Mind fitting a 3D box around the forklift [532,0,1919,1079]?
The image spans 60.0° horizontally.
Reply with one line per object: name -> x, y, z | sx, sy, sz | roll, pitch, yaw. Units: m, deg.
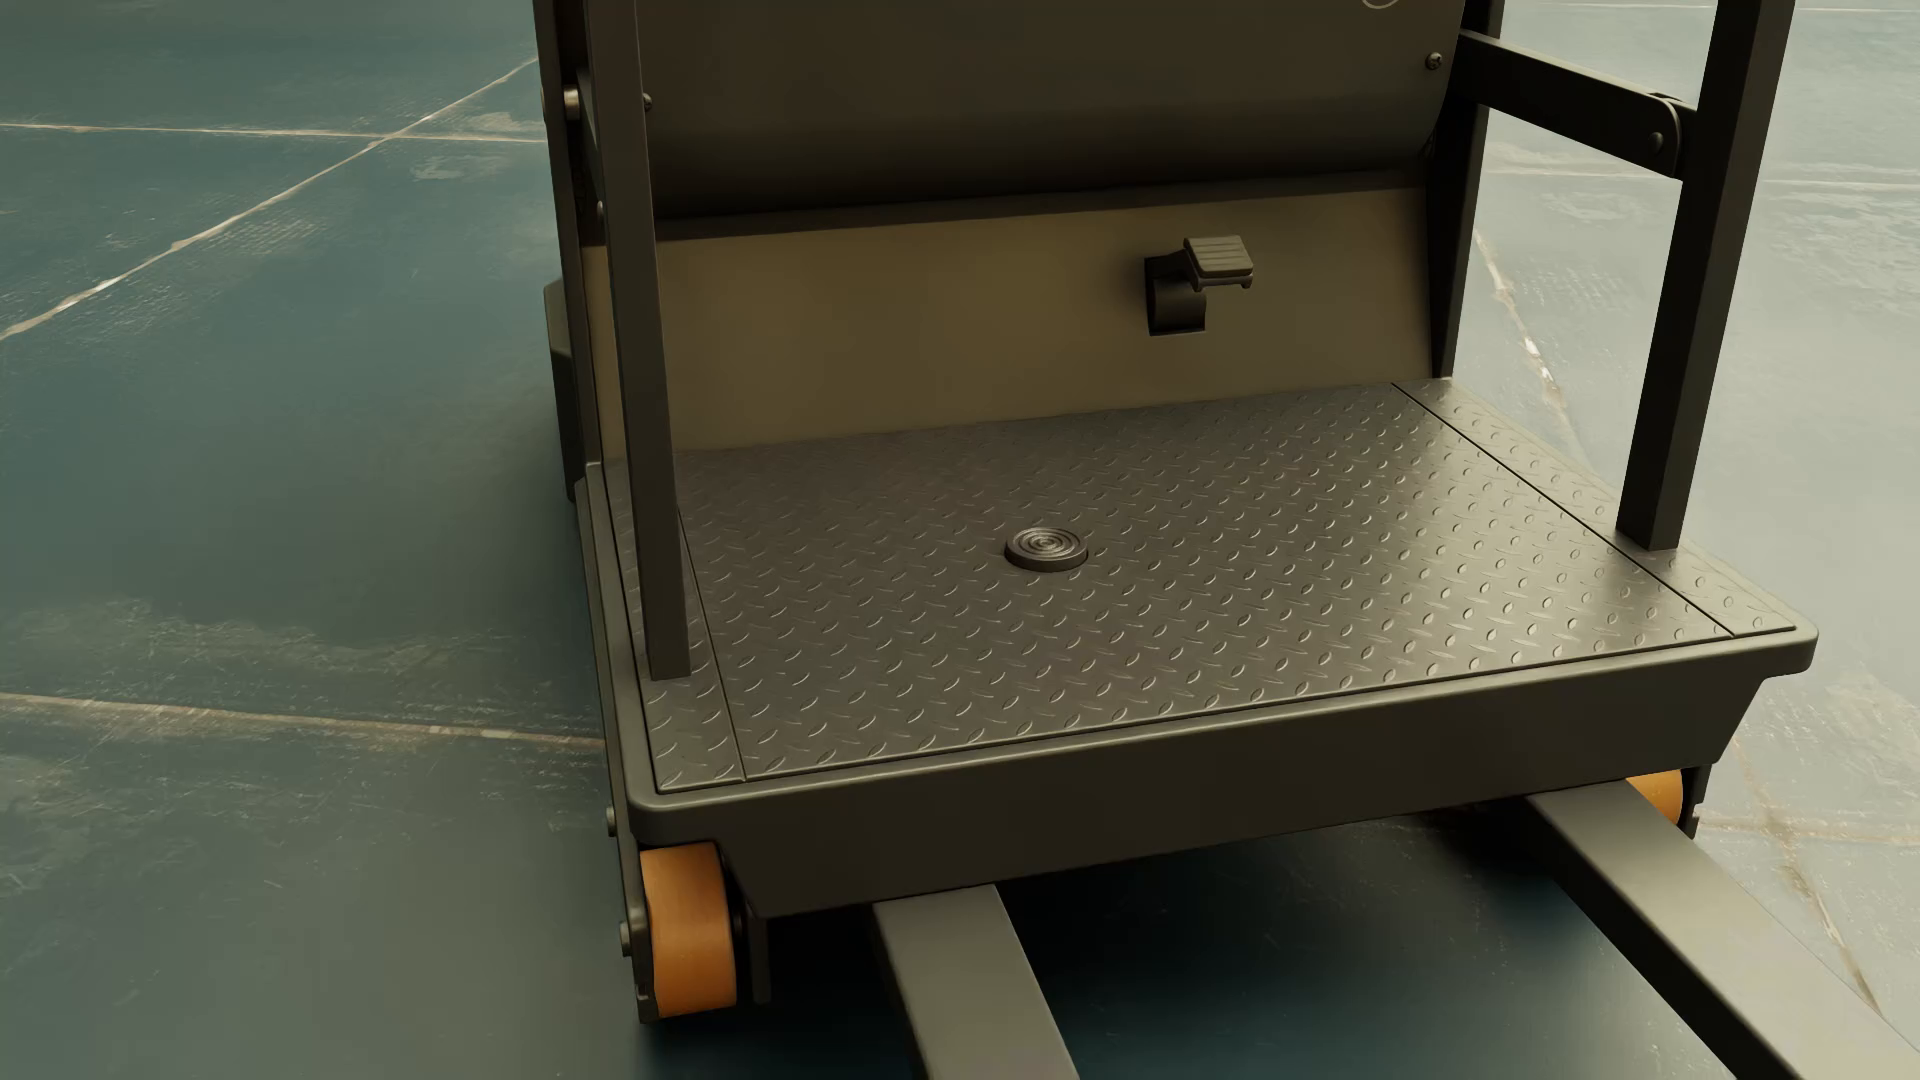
forklift -> 0.153, -1.049, 1.319 | 1.130, 2.935, 3.031 | -7, 27, -13
